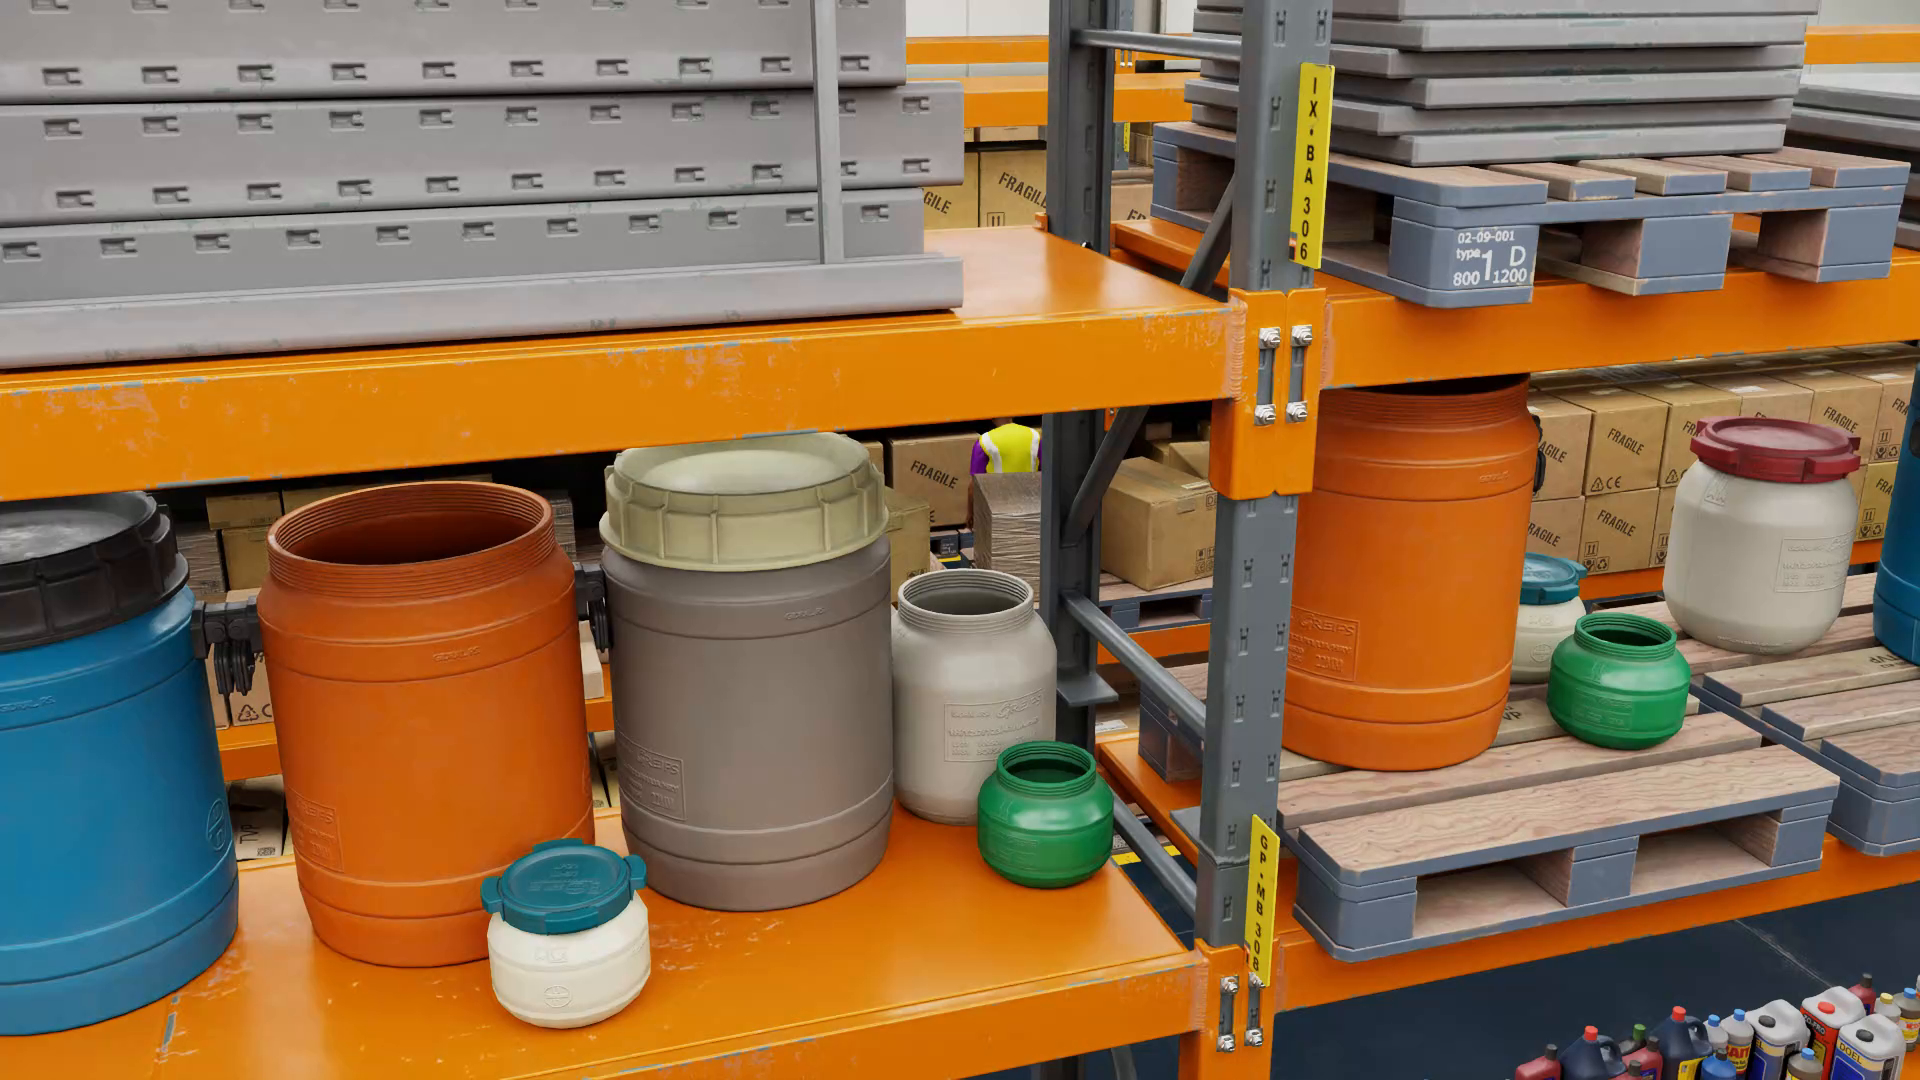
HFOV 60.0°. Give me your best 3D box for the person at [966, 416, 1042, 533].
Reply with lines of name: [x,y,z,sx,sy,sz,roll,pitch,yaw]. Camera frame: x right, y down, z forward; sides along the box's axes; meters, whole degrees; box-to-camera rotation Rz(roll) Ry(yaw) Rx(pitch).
person: [0.345,-0.236,12.219,0.638,1.761,0.458,-7,20,-19]
